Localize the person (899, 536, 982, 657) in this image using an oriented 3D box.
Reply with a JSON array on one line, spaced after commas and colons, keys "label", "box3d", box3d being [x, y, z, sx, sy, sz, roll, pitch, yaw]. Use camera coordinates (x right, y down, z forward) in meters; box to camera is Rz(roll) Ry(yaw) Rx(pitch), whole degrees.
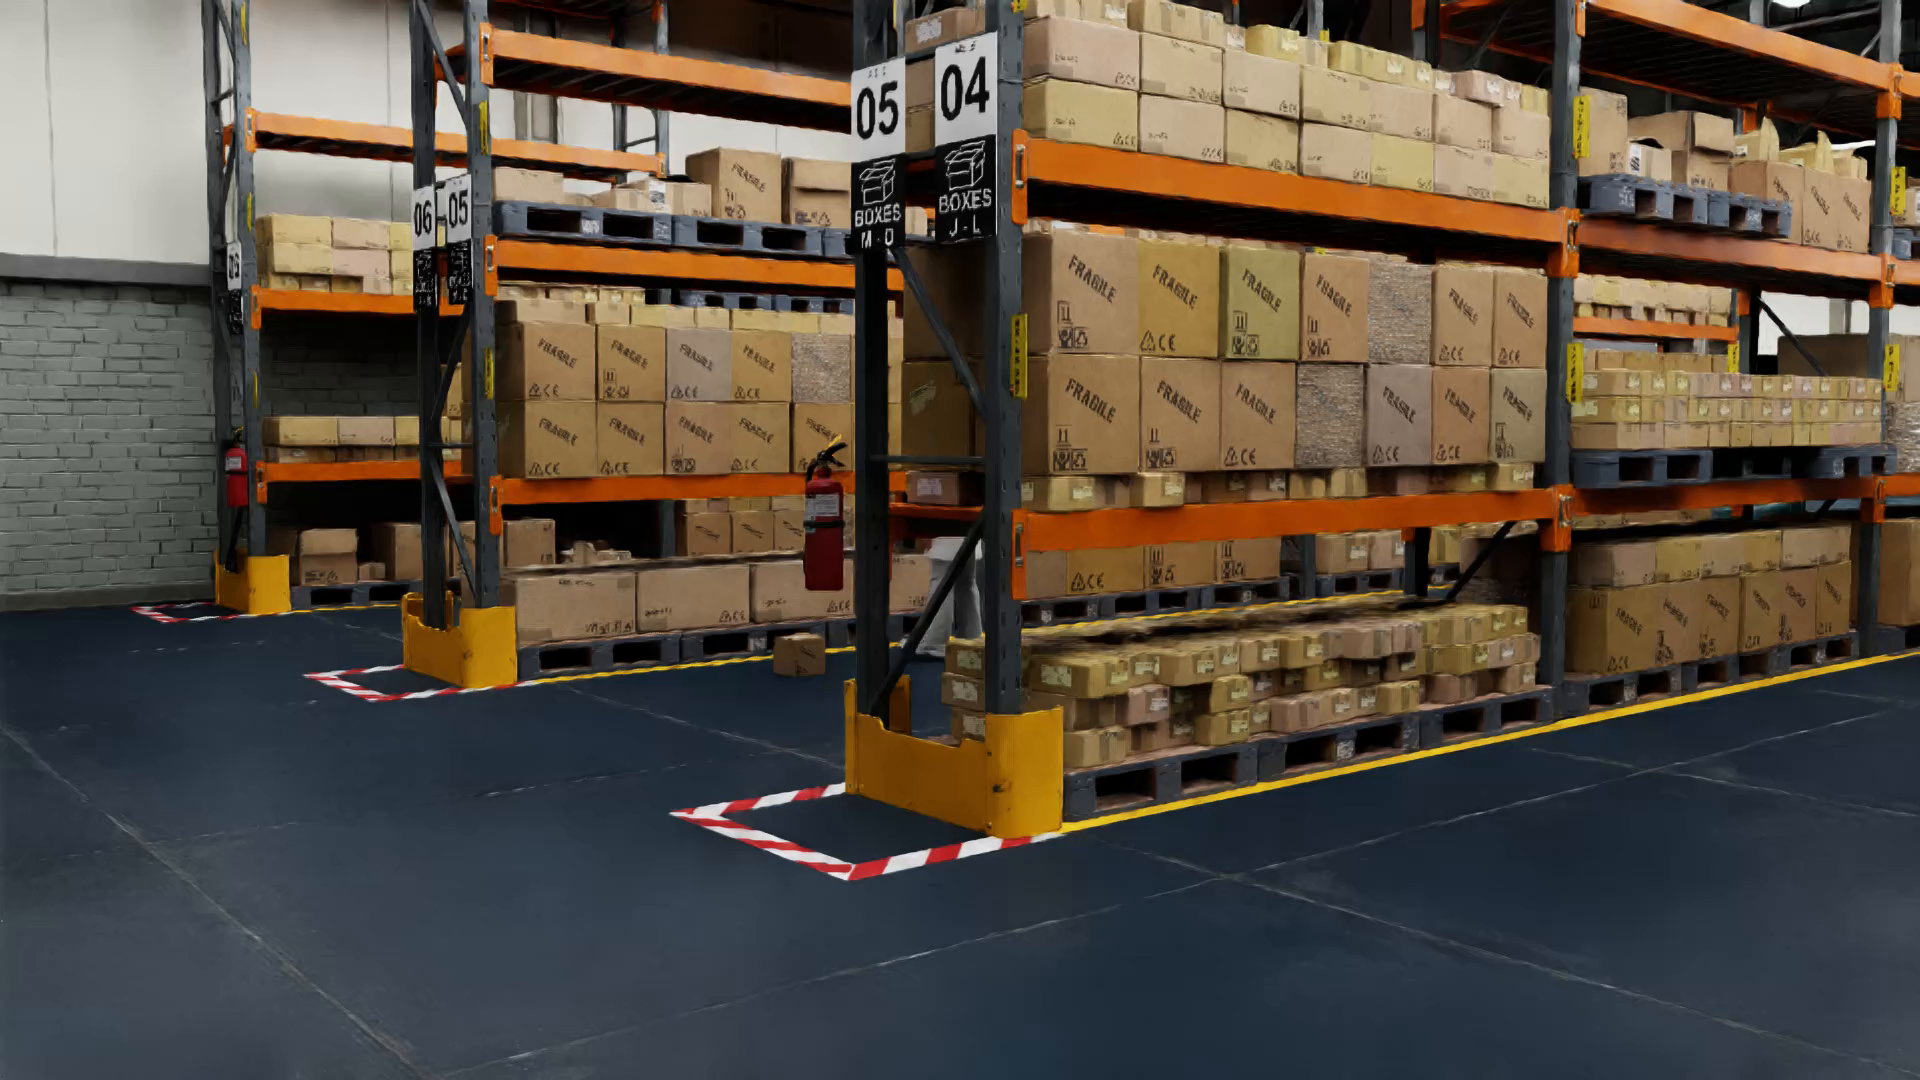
[{"label": "person", "box3d": [-0.122, -0.080, 11.690, 0.551, 1.785, 0.654, 1, 4, 17]}]
